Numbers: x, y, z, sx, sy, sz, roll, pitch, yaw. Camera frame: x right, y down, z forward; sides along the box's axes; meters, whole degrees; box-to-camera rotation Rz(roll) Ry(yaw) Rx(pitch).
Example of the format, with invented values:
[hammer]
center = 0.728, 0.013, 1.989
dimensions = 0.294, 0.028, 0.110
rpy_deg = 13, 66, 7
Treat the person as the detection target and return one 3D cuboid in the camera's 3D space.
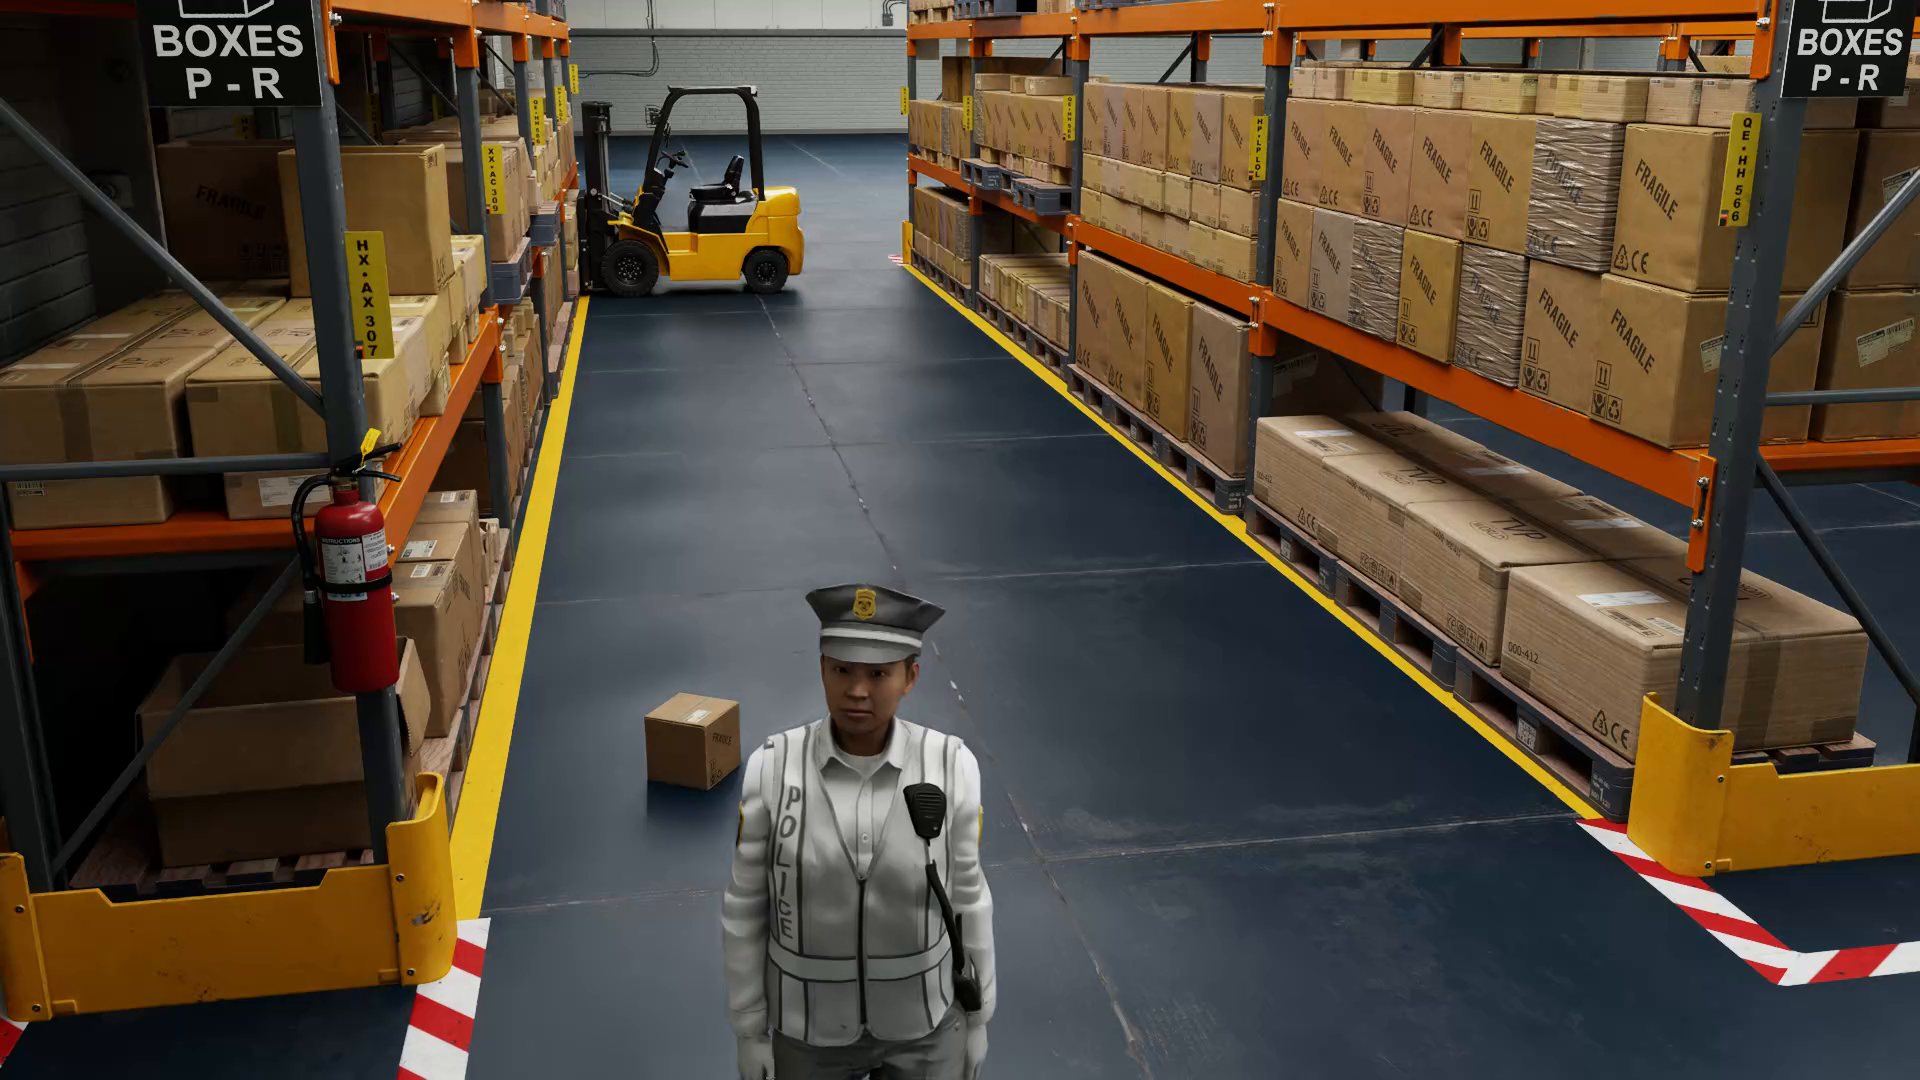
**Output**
[person]
center = -0.182, 0.852, 3.069
dimensions = 0.500, 1.663, 0.770
rpy_deg = 0, 16, -1
